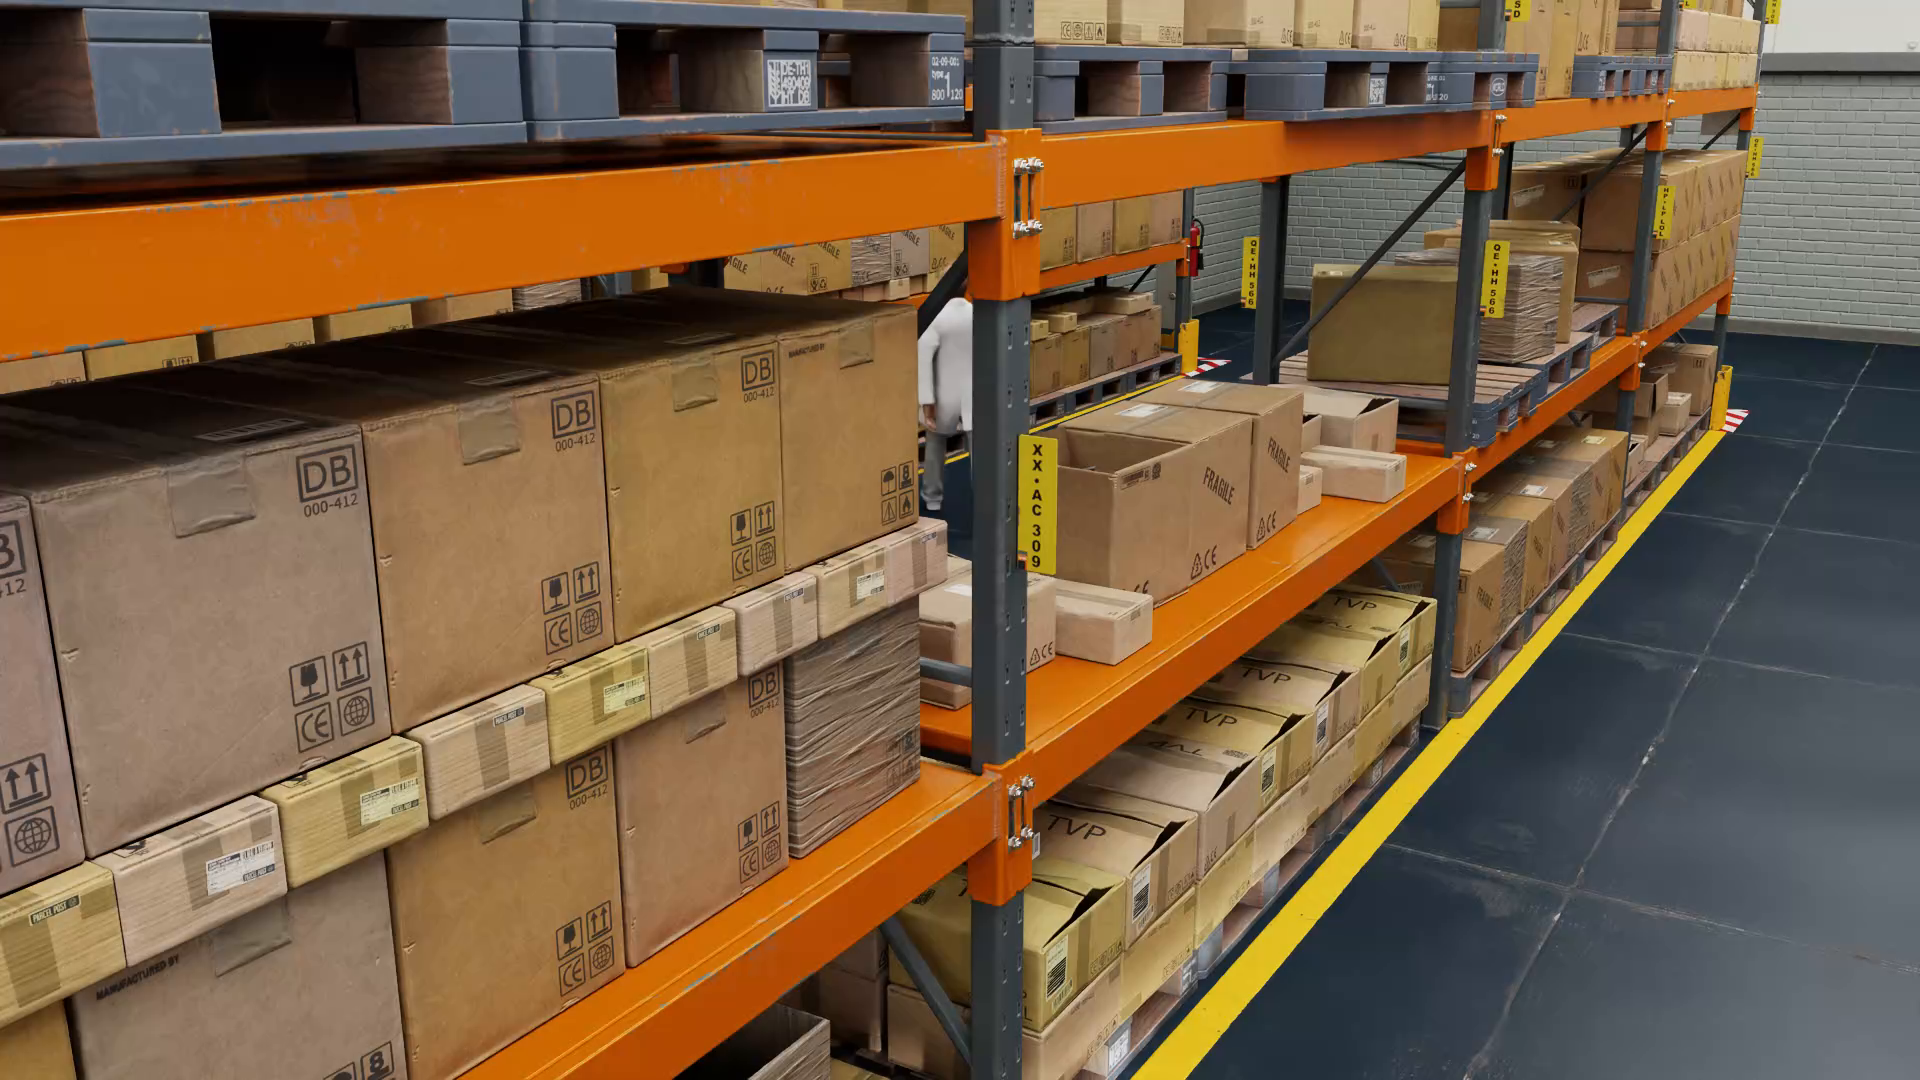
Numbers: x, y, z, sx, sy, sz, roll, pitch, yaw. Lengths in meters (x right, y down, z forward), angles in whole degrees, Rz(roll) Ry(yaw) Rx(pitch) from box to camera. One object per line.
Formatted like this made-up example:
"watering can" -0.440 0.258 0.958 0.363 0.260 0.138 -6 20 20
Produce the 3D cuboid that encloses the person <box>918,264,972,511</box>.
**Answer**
"person" -0.011 -0.981 11.018 0.567 1.718 1.089 -1 16 -3
